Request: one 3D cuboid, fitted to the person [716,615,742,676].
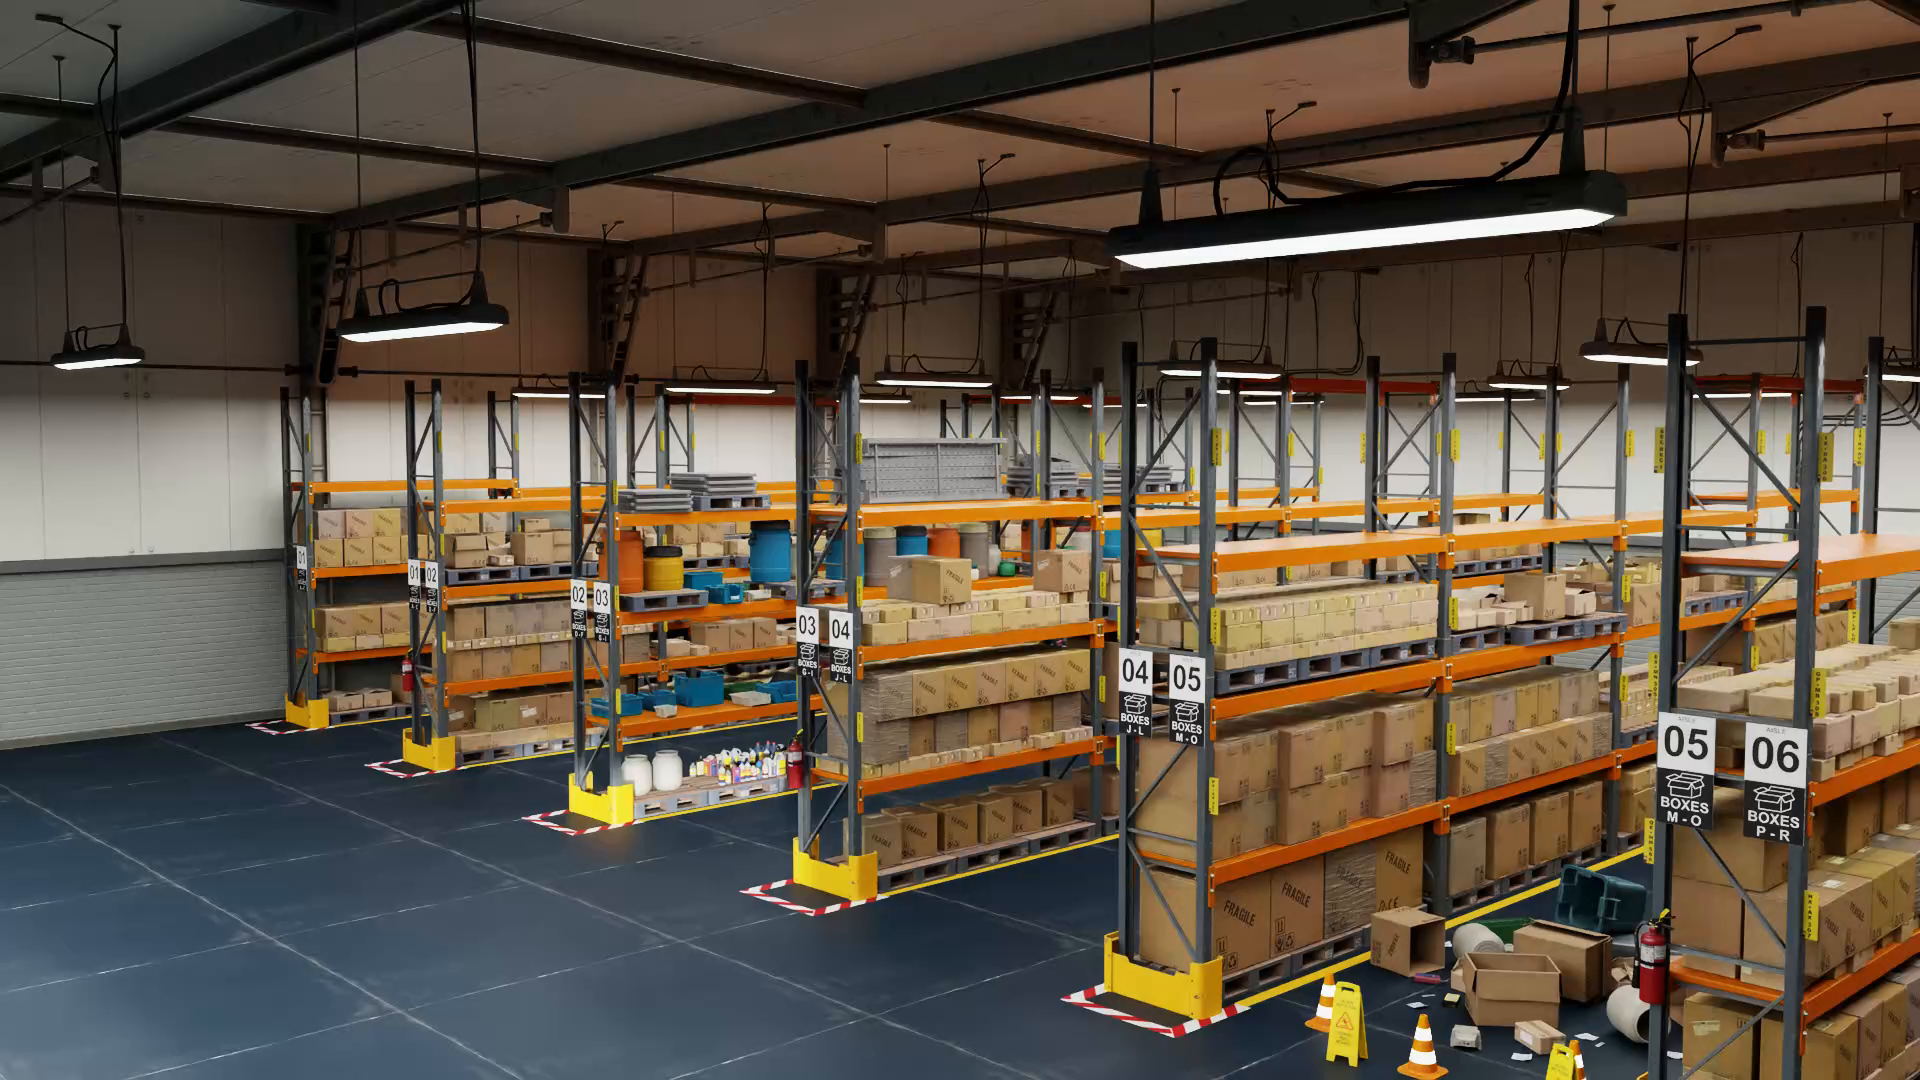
[{"bbox_3d":[-4.588,2.184,33.269,0.700,1.742,1.047,2,4,30],"label":"person"}]
